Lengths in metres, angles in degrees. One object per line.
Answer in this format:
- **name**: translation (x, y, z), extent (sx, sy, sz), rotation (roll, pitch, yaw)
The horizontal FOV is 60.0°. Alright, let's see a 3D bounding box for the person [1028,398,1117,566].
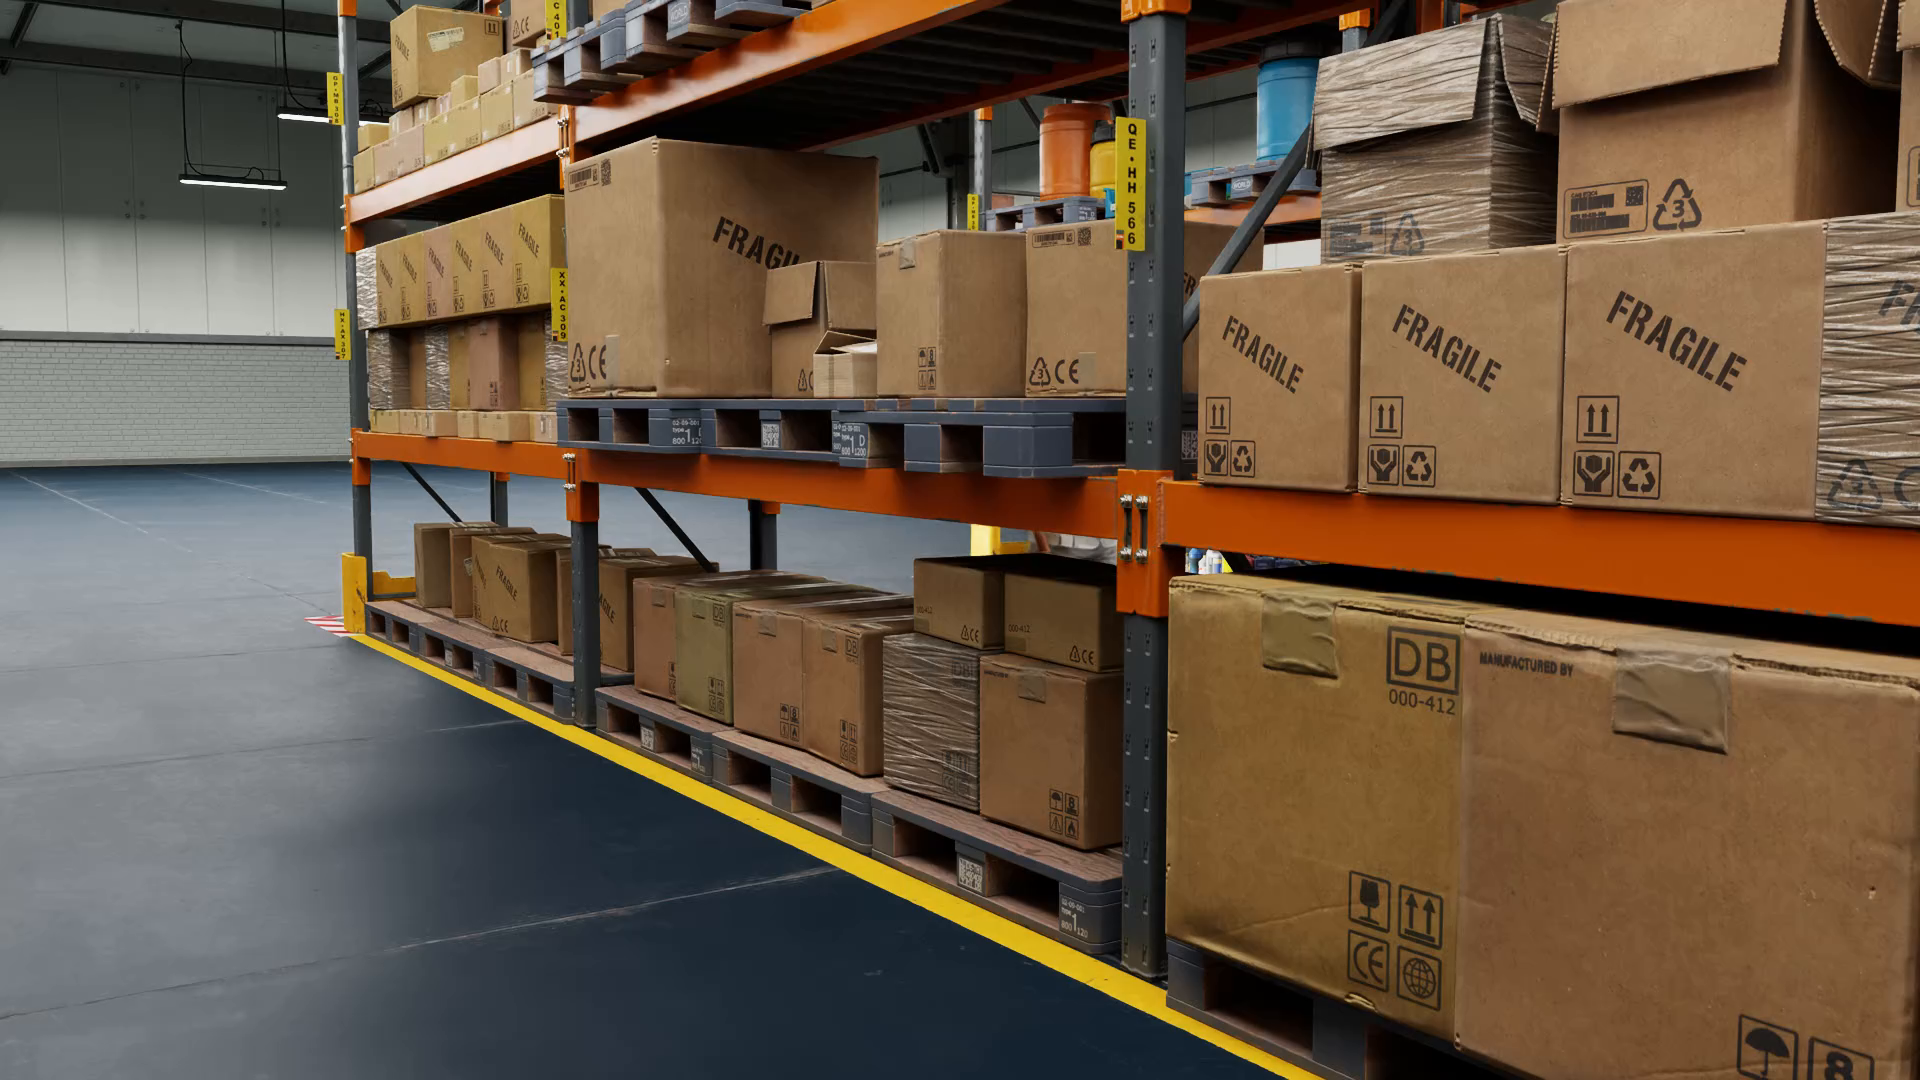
- **person**: translation (0.532, 0.077, 7.480), extent (0.477, 1.698, 0.534), rotation (-3, 6, -33)
